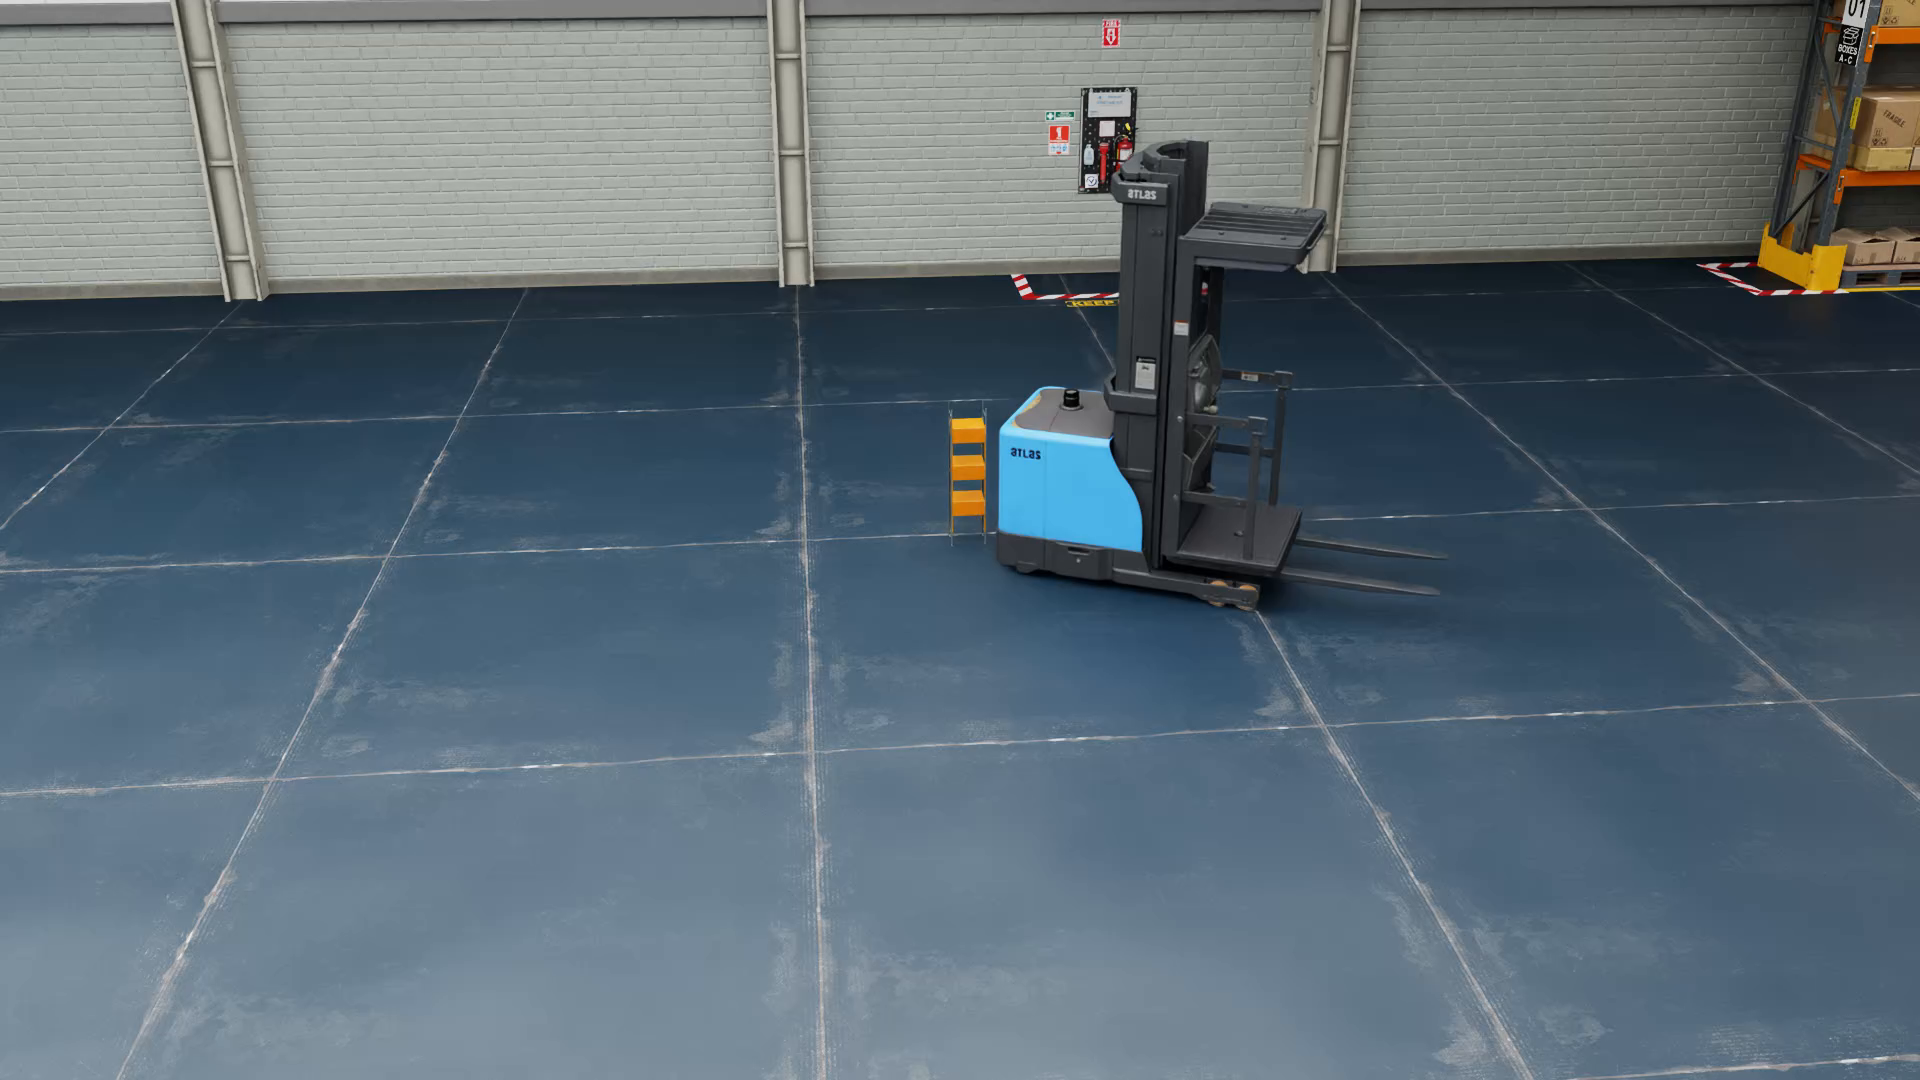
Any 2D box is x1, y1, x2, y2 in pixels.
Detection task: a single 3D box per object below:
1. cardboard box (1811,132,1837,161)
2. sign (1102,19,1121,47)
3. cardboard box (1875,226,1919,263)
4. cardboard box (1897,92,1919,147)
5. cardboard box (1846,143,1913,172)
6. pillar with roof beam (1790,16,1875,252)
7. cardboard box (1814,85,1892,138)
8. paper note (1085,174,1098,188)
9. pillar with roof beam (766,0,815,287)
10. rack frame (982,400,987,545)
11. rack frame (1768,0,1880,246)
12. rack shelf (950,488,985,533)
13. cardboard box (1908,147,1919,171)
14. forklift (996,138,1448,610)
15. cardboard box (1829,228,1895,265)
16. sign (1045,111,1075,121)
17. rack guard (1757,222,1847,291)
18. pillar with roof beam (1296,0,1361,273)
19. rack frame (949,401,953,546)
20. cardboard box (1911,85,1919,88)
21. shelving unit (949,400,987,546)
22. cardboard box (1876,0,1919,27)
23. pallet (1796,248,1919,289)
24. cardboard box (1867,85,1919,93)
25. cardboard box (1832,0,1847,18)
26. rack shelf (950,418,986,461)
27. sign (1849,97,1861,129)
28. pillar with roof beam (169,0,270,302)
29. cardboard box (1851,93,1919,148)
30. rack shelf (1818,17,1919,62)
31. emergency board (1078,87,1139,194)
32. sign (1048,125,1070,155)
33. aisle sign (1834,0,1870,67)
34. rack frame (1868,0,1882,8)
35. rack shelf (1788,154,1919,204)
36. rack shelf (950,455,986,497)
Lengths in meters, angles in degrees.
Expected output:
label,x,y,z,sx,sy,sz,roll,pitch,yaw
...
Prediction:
label,x,y,z,sx,sy,sz,roll,pitch,yaw
cardboard box,9.935,-4.413,18.645,0.500,0.250,0.500,-2,24,-4
sign,1.649,-5.529,18.143,0.199,0.298,0.001,-2,24,-5
cardboard box,10.754,-3.361,18.888,0.500,0.311,0.500,0,24,-1
cardboard box,10.486,-4.572,18.079,0.500,0.500,0.500,-2,24,-5
cardboard box,10.006,-4.207,18.182,0.500,0.250,0.500,-3,24,-7
pillar with roof beam,10.524,-5.754,14.116,0.400,9.000,9.100,-2,24,-5
cardboard box,9.937,-4.763,18.510,0.500,0.500,0.500,-3,24,-6
paper note,1.484,-4.048,18.749,0.142,0.148,0.016,-2,24,-5
pillar with roof beam,-1.418,-5.275,13.039,0.400,9.000,9.100,-2,24,-5
rack frame,0.175,-0.487,12.053,0.008,1.050,0.200,-2,24,-5
rack frame,9.489,-4.375,18.400,0.127,3.000,1.000,-2,24,-5
rack shelf,0.053,-0.218,12.159,0.240,0.259,0.215,-2,24,-5
cardboard box,10.521,-4.233,18.241,0.500,0.250,0.500,-3,24,-7
forklift,1.829,-1.110,11.138,3.031,2.935,1.130,8,25,18
cardboard box,10.186,-3.339,18.837,0.500,0.311,0.500,-5,24,-11
sign,1.112,-4.705,18.445,0.331,0.109,0.001,-2,24,-5
rack guard,9.565,-3.236,18.915,0.348,0.500,1.175,-2,24,-5
pillar with roof beam,4.553,-5.515,13.577,0.400,9.000,9.100,-2,24,-5
rack frame,-0.068,-0.477,12.031,0.008,1.050,0.200,-2,24,-5
cardboard box,10.953,-4.802,18.597,0.500,0.500,0.500,-3,24,-7
shelving unit,0.053,-0.482,12.042,0.252,1.050,0.215,-2,24,-5
cardboard box,9.846,-5.713,17.569,0.500,0.500,0.500,-2,24,-4
pallet,10.376,-3.122,19.014,1.213,0.211,1.003,-2,24,-5
cardboard box,10.439,-4.779,18.546,0.500,0.500,0.500,-2,24,-4
cardboard box,9.879,-5.920,18.034,0.500,0.500,0.500,-1,24,-1
rack shelf,0.053,-0.732,11.931,0.240,0.259,0.215,-2,24,-5
sign,9.542,-4.551,17.731,0.005,0.325,0.100,-2,24,-5
pillar with roof beam,-7.389,-5.035,12.500,0.400,9.000,9.100,-2,24,-5
cardboard box,9.994,-4.556,18.044,0.500,0.500,0.500,-2,24,-5
rack shelf,11.479,-5.497,18.117,4.000,0.370,1.077,-2,24,-5
emergency board,1.667,-4.430,18.524,0.643,1.169,0.194,-2,24,-5
sign,1.106,-4.466,18.560,0.234,0.329,0.001,-2,24,-5
aisle sign,9.447,-5.439,17.593,0.004,0.787,0.394,-2,24,-5
rack frame,9.489,-7.117,17.182,0.127,3.000,1.000,-2,24,-5
rack shelf,11.479,-4.126,18.726,4.000,0.370,1.077,-2,24,-5
rack shelf,0.053,-0.472,12.046,0.240,0.259,0.215,-2,24,-5
